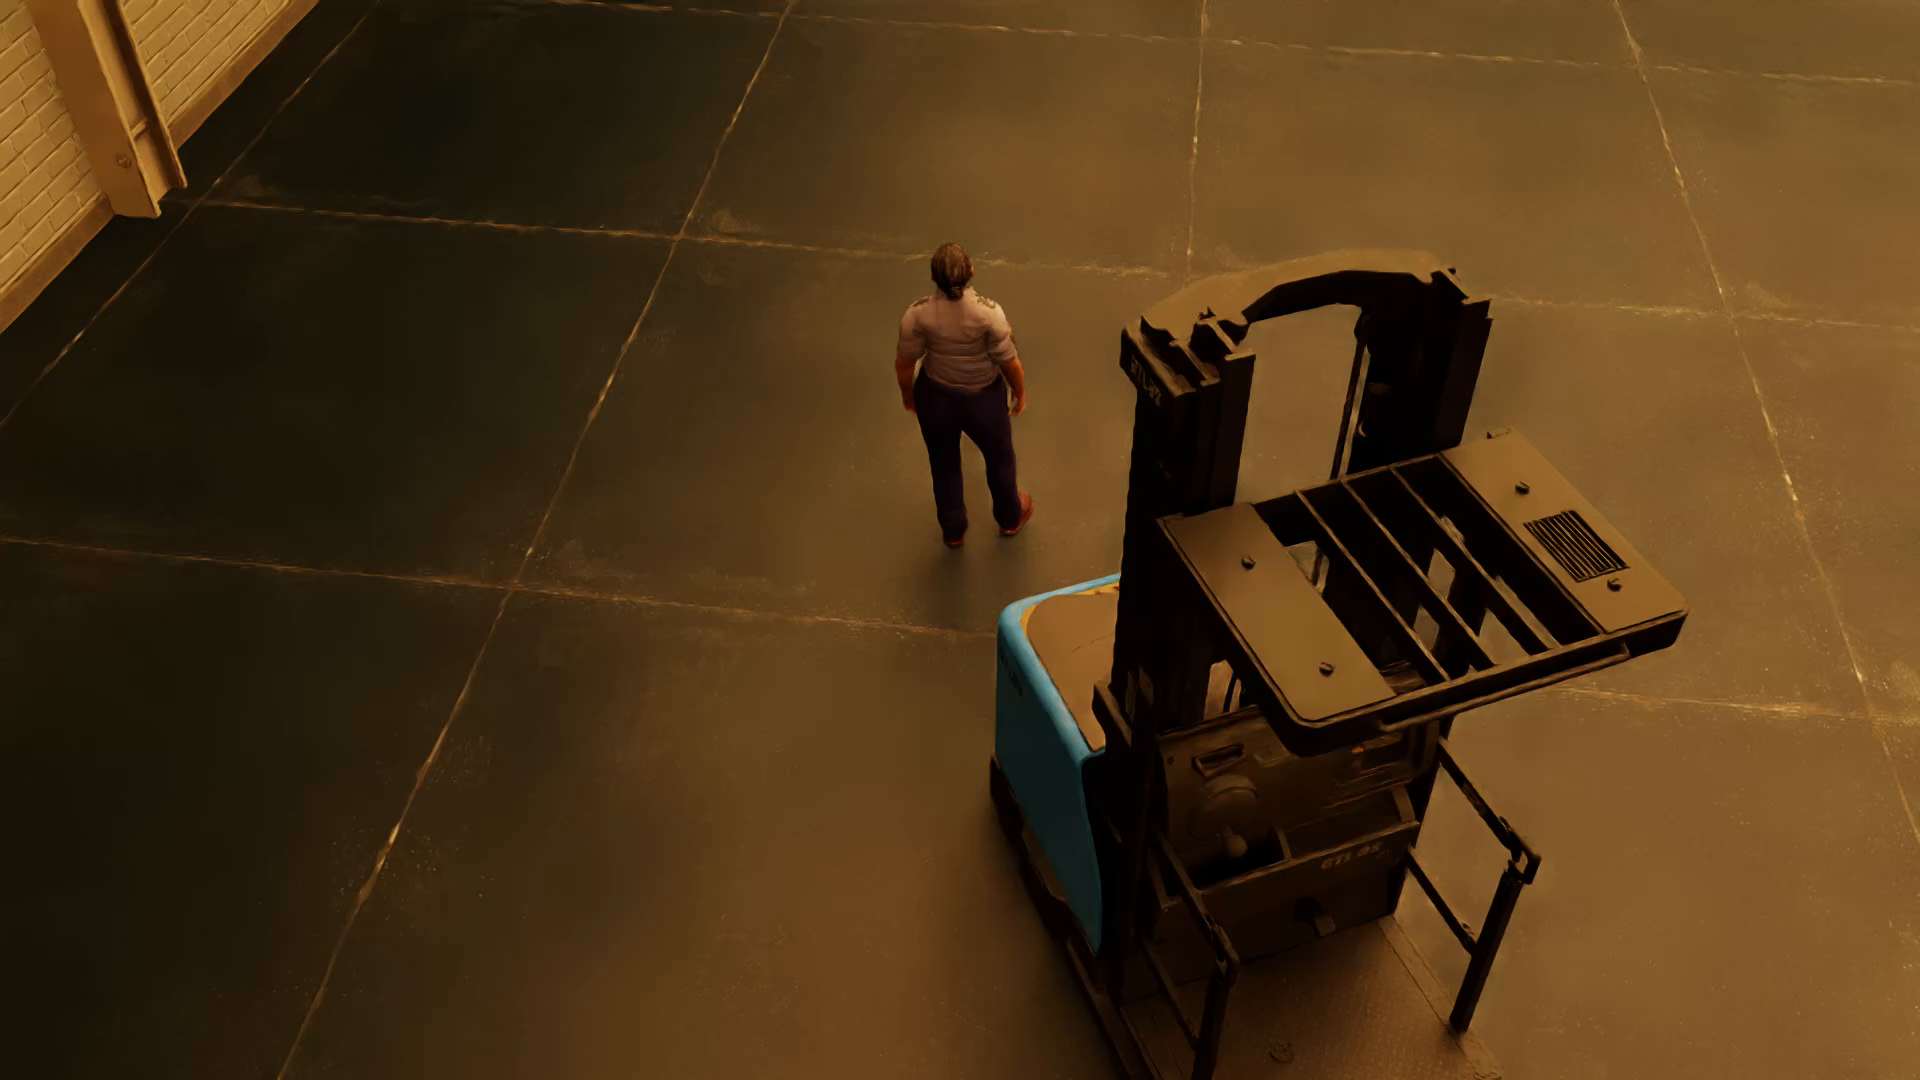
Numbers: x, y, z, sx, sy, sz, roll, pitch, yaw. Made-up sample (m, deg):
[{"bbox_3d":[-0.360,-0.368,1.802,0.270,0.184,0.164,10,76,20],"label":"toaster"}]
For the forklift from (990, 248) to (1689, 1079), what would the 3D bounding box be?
[{"bbox_3d":[1.115,0.766,4.891,1.130,2.935,3.031,-14,44,-15],"label":"forklift"}]

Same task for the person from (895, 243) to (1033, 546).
[{"bbox_3d":[0.034,-0.670,7.392,0.599,1.650,0.502,5,43,6],"label":"person"}]
